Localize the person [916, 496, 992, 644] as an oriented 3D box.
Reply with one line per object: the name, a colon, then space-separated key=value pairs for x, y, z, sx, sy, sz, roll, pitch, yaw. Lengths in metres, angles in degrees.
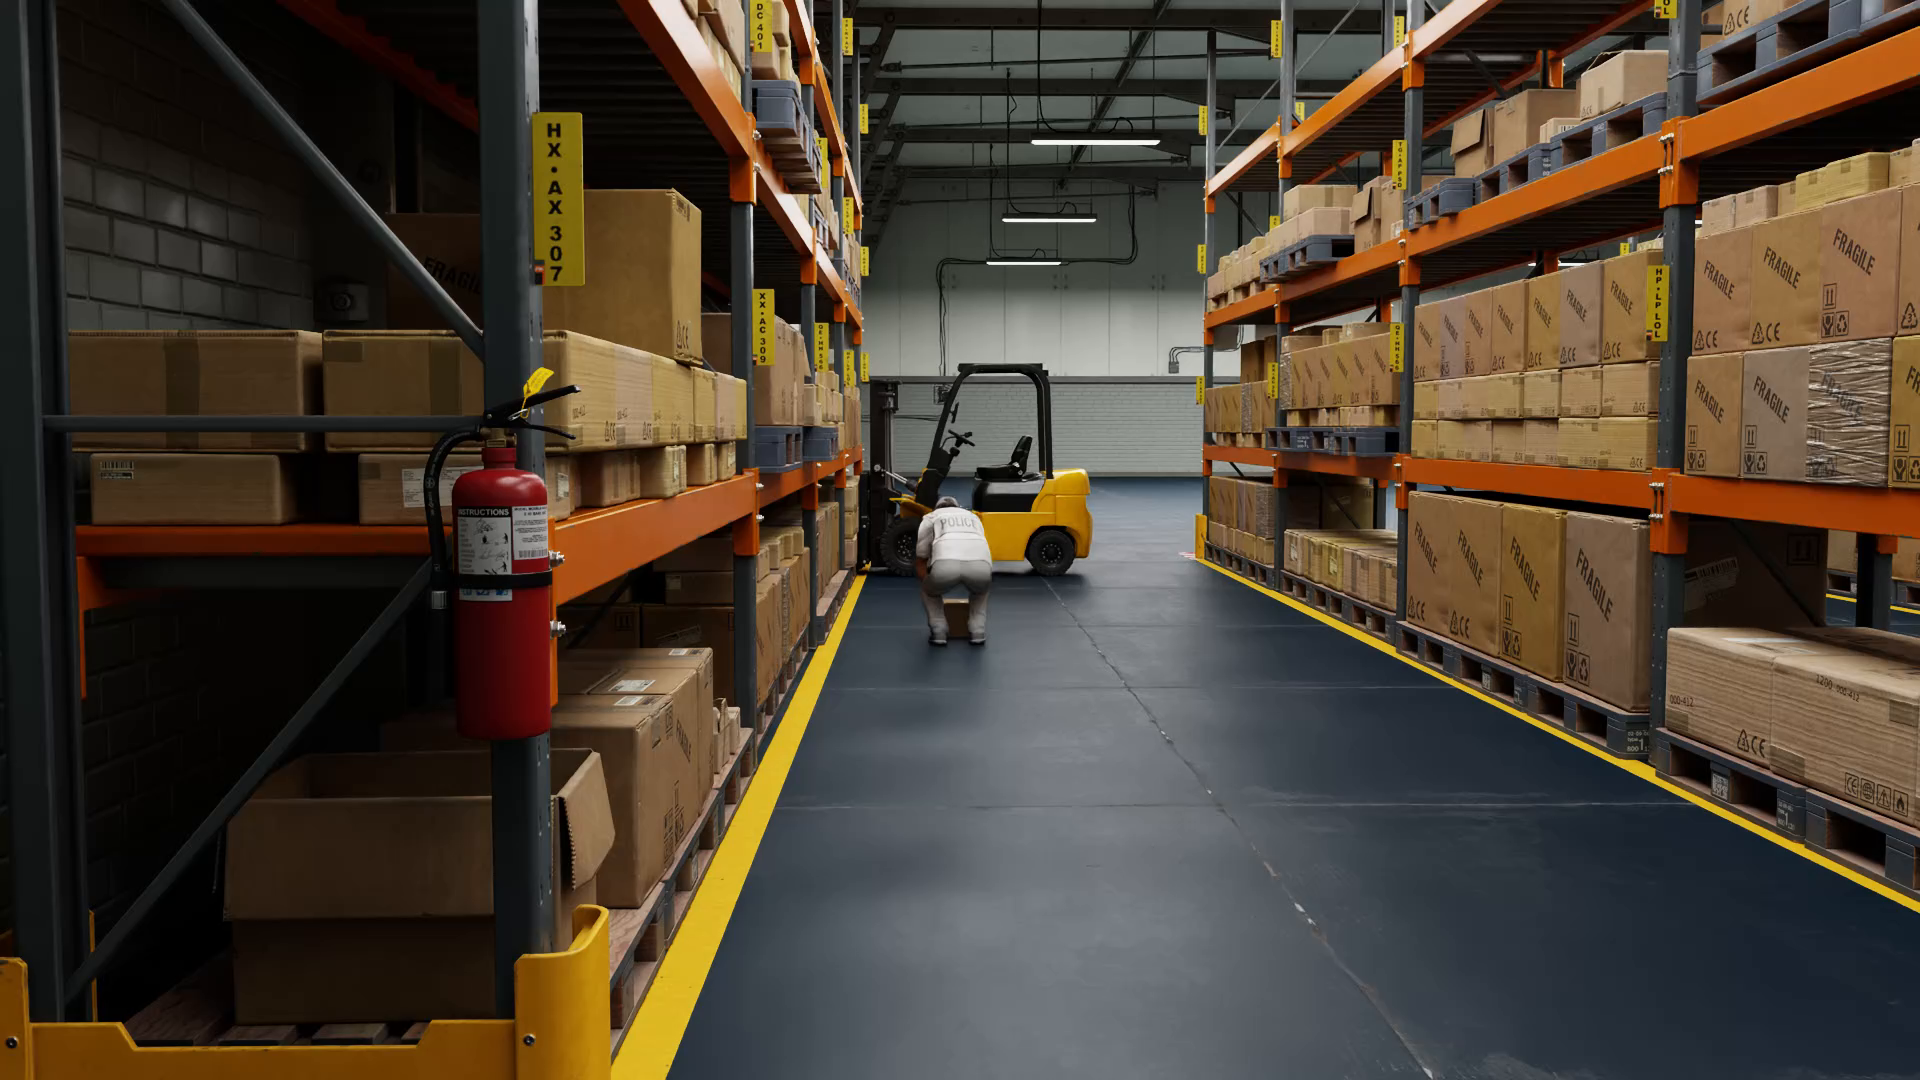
person: x=-0.043 y=0.214 z=11.676 sx=0.523 sy=1.016 sz=0.844 roll=0 pitch=4 yaw=-3
